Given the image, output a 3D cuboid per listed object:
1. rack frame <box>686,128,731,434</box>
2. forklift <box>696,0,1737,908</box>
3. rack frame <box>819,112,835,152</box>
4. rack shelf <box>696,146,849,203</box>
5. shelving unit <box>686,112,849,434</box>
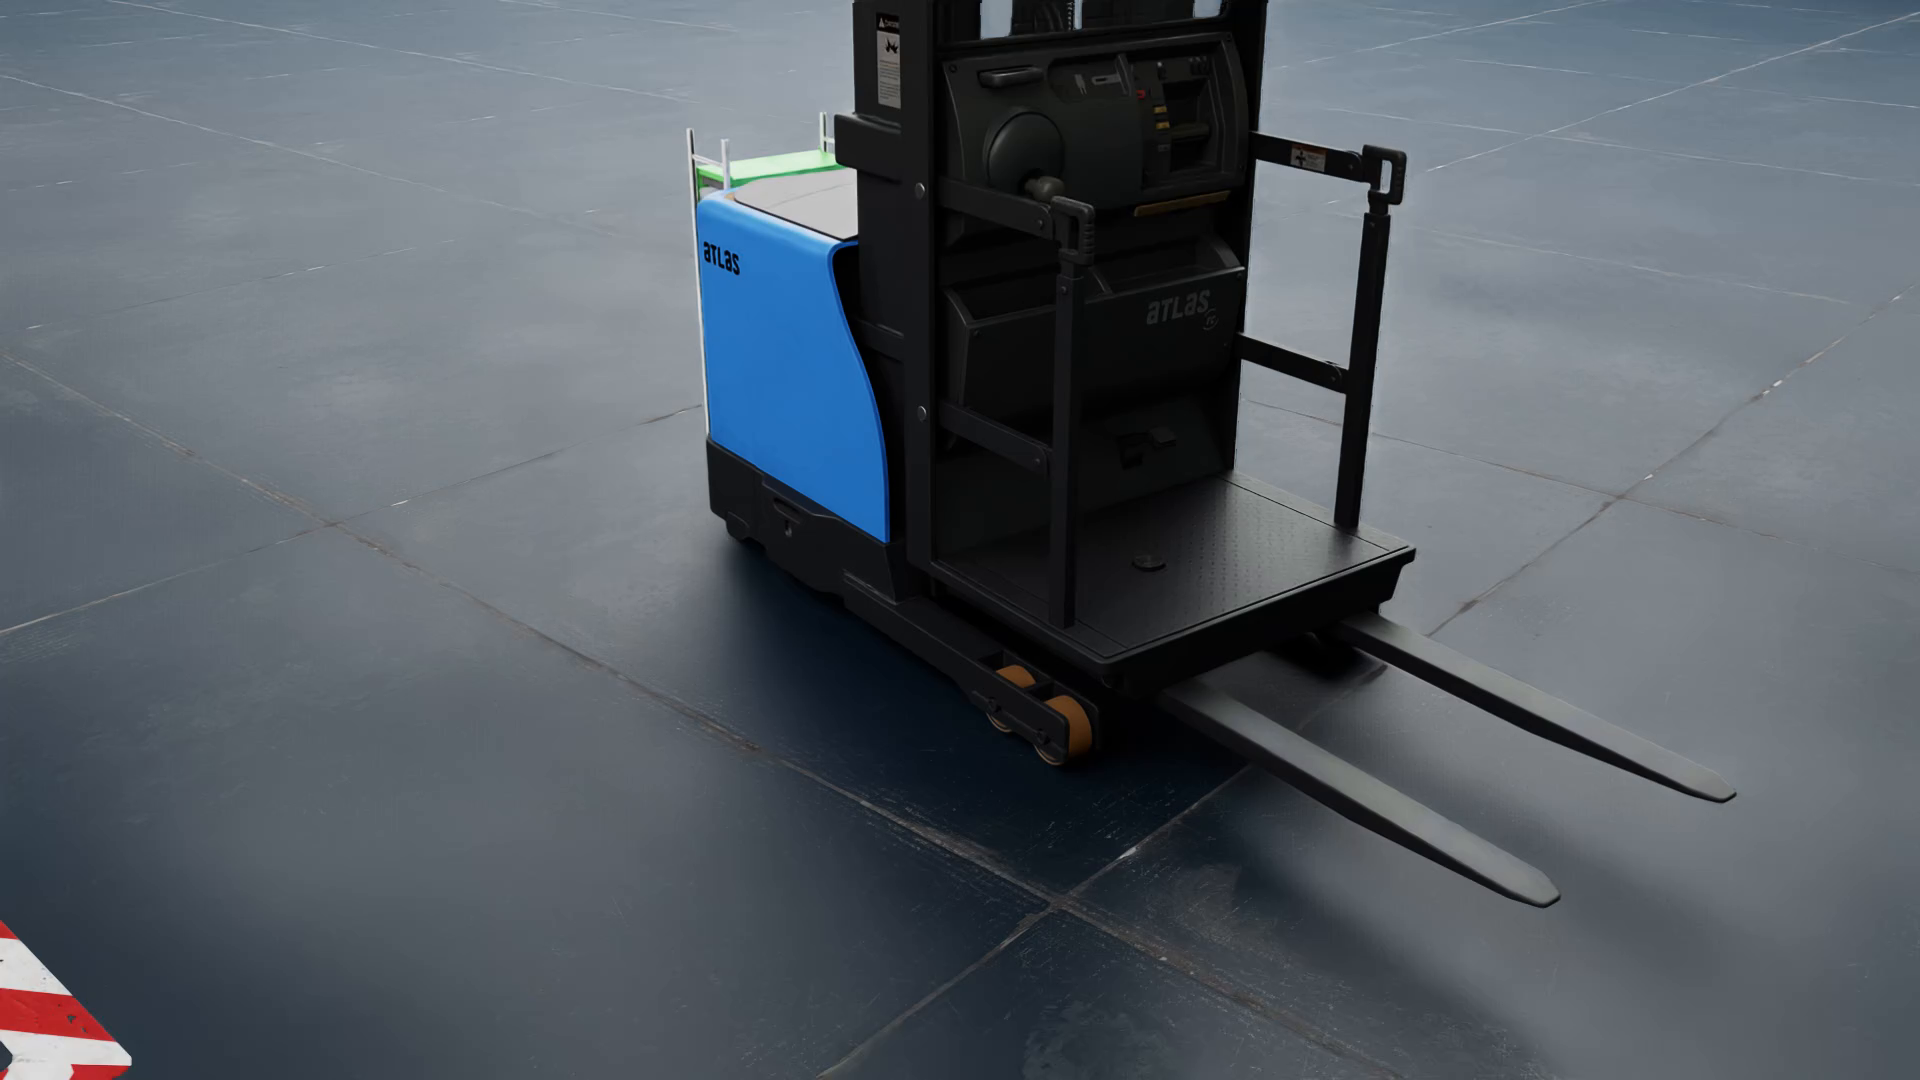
[{"bbox_3d":[-0.773,-0.693,5.328,0.015,1.200,0.240,-17,29,-33],"label":"rack frame"},{"bbox_3d":[0.480,-1.018,3.938,1.130,2.935,3.031,-17,29,-33],"label":"forklift"},{"bbox_3d":[-0.382,-0.812,5.595,0.015,1.200,0.240,-17,29,-33],"label":"rack frame"},{"bbox_3d":[-0.578,-1.132,5.292,0.480,0.148,0.258,-17,29,-33],"label":"rack shelf"},{"bbox_3d":[-0.578,-0.753,5.462,0.503,1.200,0.258,-17,29,-33],"label":"shelving unit"}]
